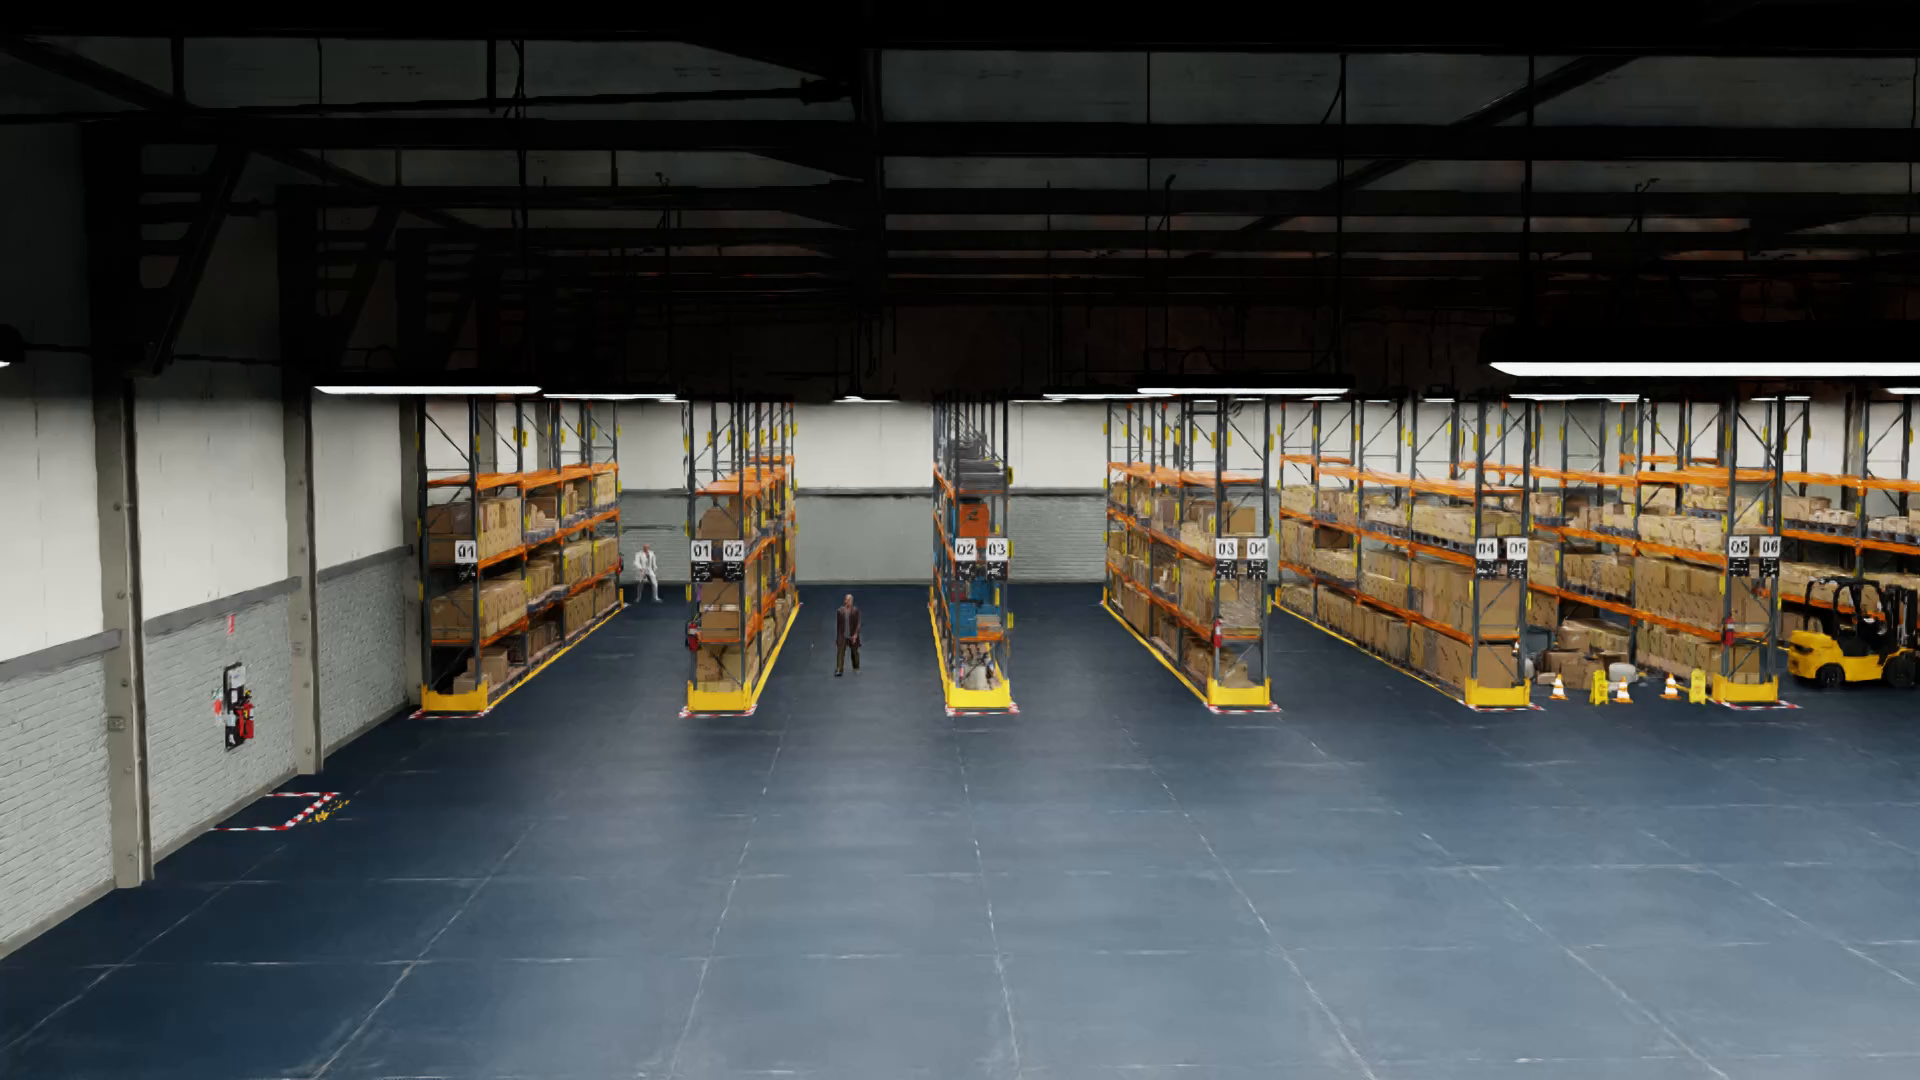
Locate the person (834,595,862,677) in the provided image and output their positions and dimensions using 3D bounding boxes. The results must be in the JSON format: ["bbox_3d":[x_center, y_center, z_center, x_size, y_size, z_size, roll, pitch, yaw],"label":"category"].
[{"bbox_3d":[-2.339,2.000,34.955,0.573,1.715,1.088,1,5,6],"label":"person"}]

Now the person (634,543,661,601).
[{"bbox_3d":[-9.096,0.931,48.148,0.726,1.719,0.857,-2,5,-23],"label":"person"}]

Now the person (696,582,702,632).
[{"bbox_3d":[-6.468,1.508,41.778,0.402,1.592,0.522,3,5,30],"label":"person"}]
